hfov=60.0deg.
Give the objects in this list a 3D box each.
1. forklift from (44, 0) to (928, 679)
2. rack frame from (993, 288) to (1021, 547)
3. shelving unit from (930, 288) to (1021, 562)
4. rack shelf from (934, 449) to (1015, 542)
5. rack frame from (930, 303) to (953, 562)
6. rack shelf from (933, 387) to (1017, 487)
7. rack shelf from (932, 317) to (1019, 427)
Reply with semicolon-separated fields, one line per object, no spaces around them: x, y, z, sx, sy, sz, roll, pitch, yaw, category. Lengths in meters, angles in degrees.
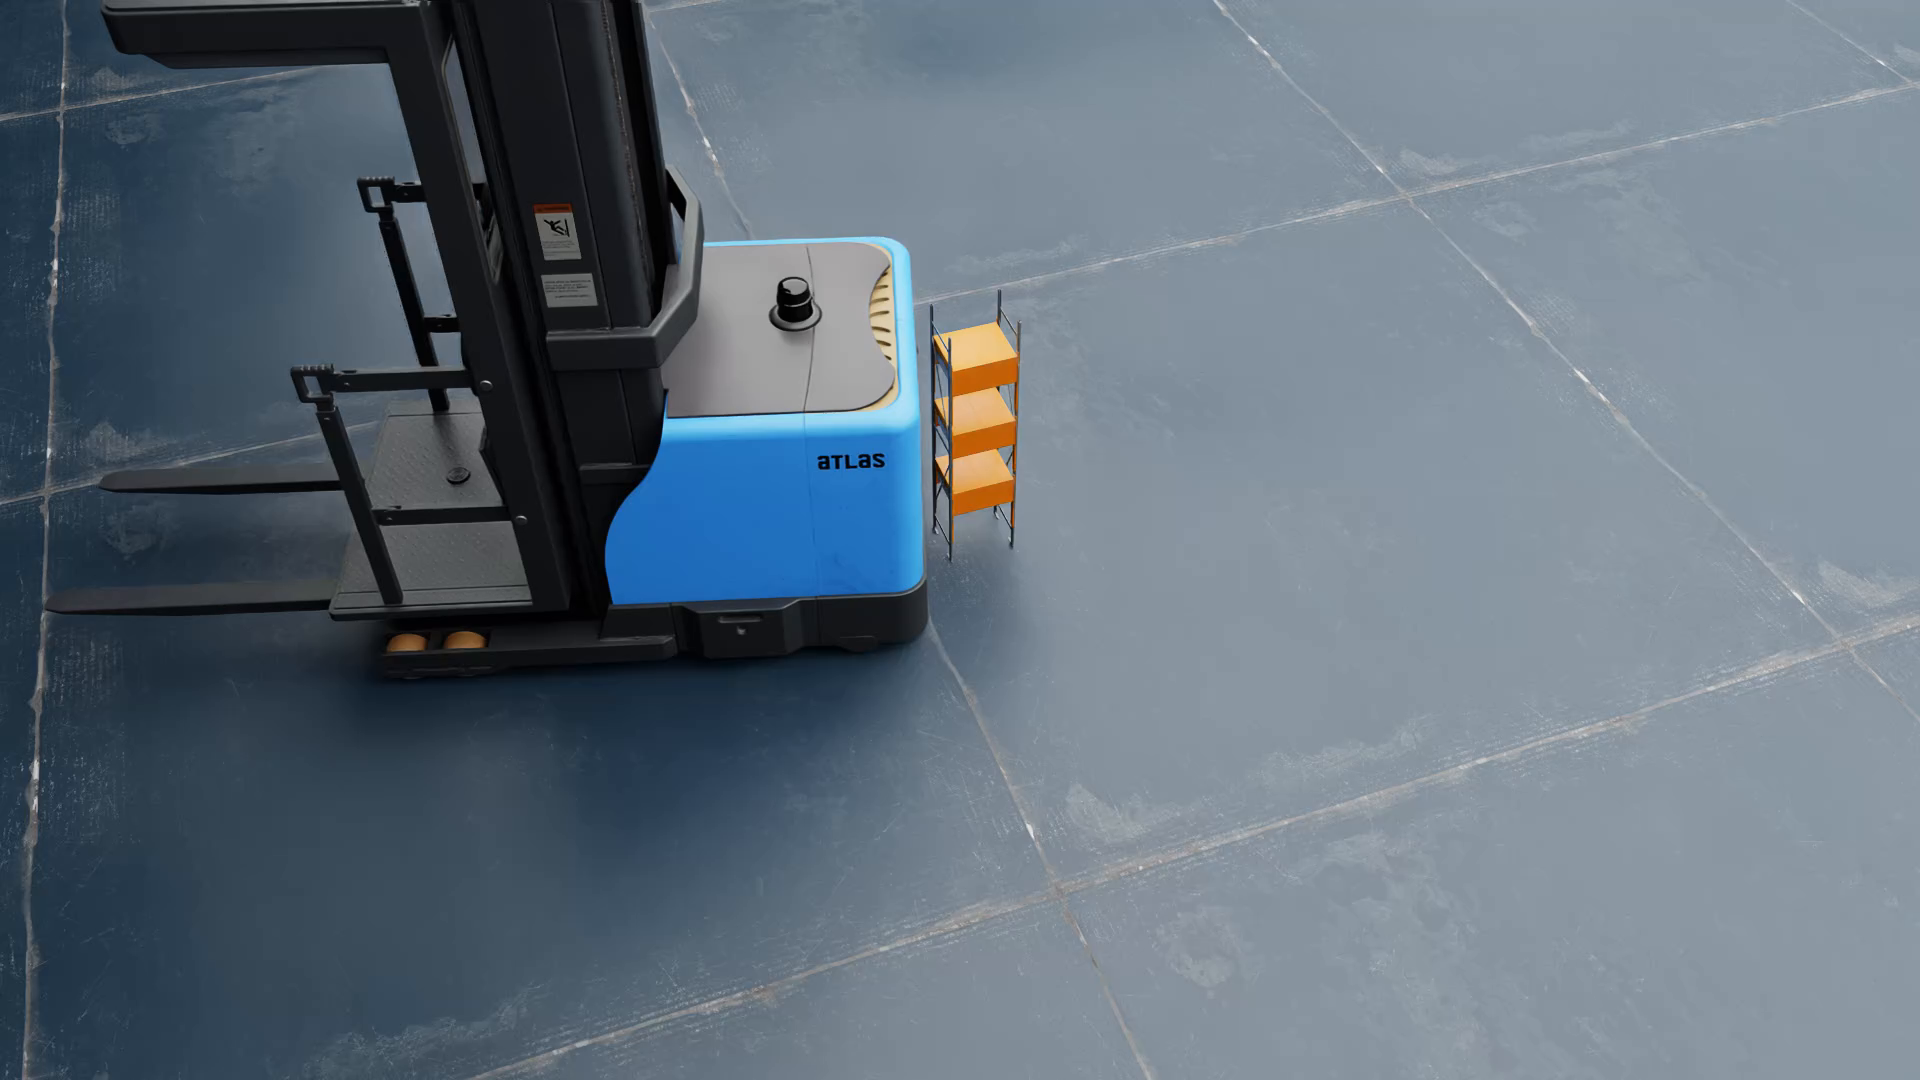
-1.650;-0.940;5.117;3.031;2.935;1.130;-2;45;-2;forklift
0.165;-0.413;5.920;0.008;1.050;0.200;-14;47;-14;rack frame
0.050;-0.383;5.891;0.252;1.050;0.215;-14;47;-14;shelving unit
0.050;-0.180;6.095;0.240;0.259;0.215;-14;47;-14;rack shelf
-0.064;-0.354;5.862;0.008;1.050;0.200;-14;47;-14;rack frame
0.050;-0.376;5.898;0.240;0.259;0.215;-14;47;-14;rack shelf
0.050;-0.576;5.697;0.240;0.259;0.215;-14;47;-14;rack shelf
